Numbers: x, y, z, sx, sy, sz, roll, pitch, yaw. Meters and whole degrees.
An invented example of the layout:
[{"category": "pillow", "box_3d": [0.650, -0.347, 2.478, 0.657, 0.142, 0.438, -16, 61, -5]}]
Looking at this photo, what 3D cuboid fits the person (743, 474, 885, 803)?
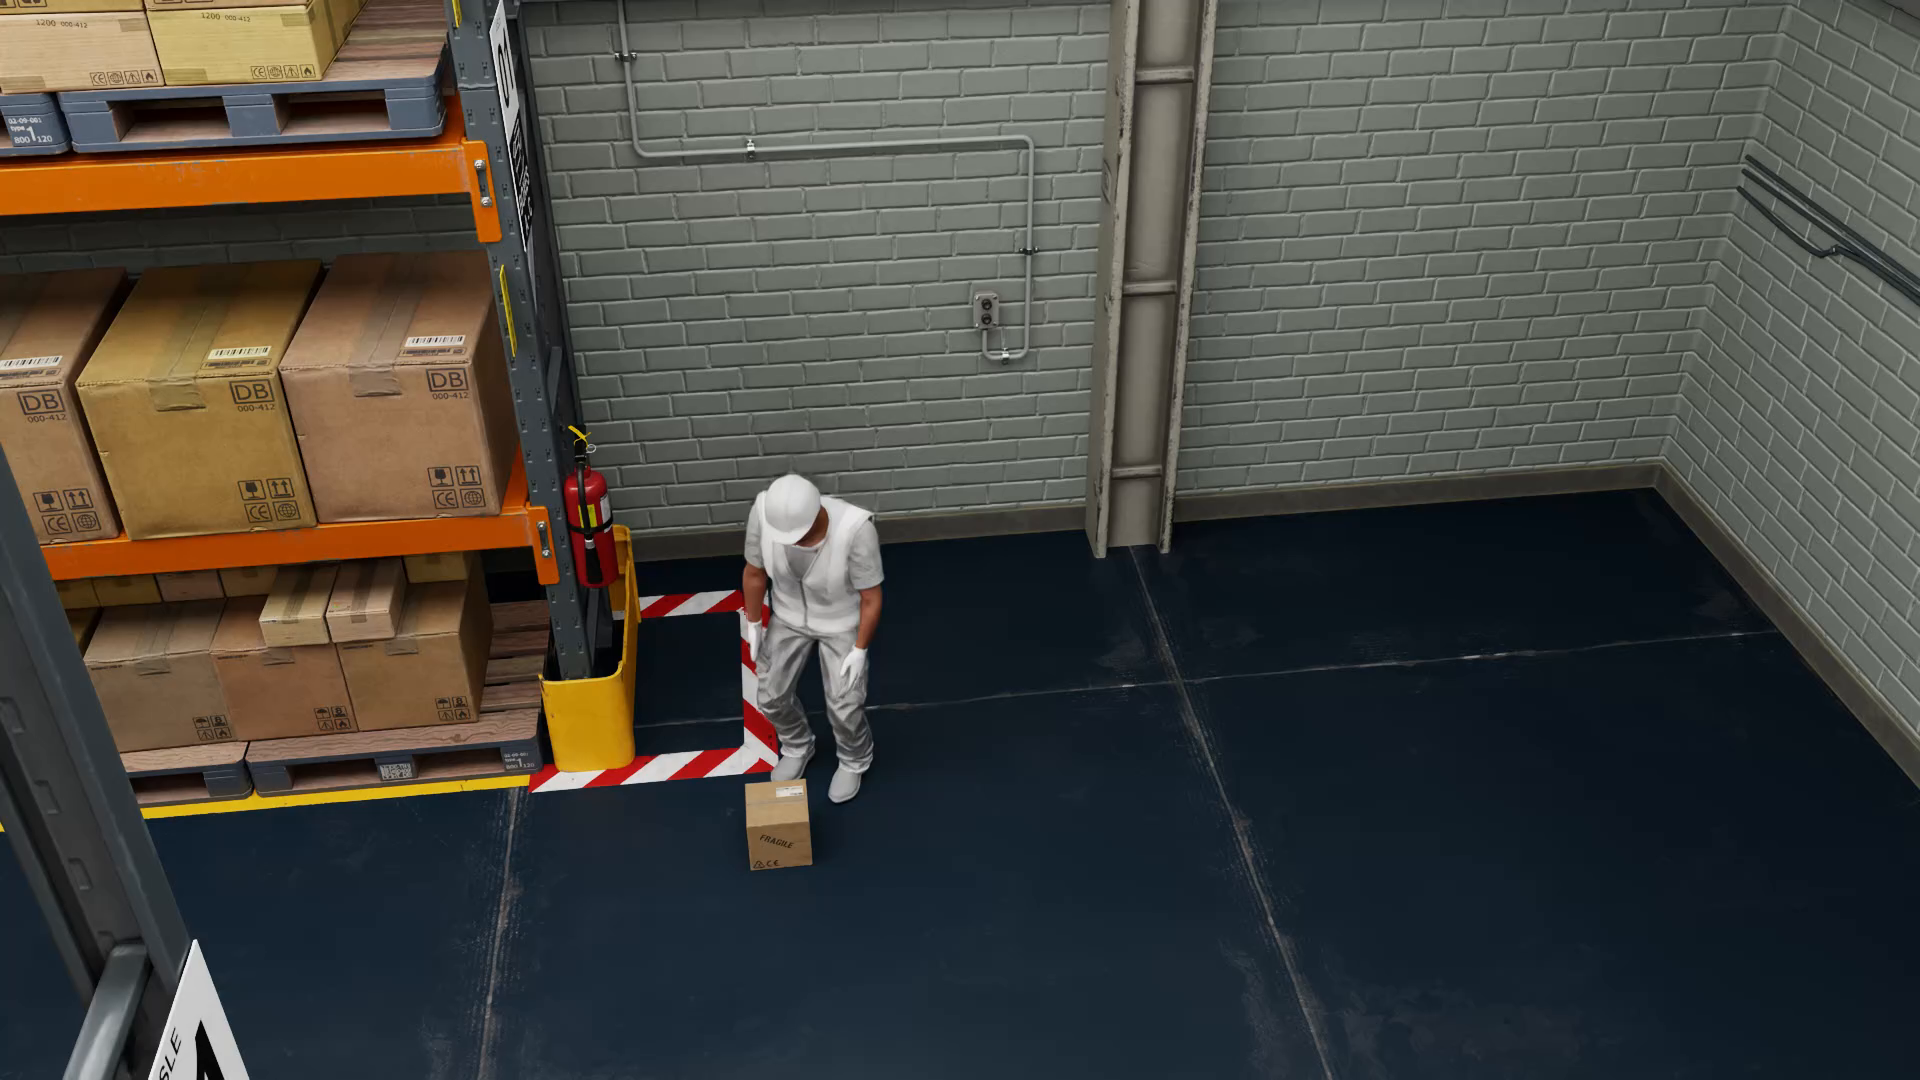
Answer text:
[{"category": "person", "box_3d": [-0.575, 0.361, 6.726, 0.589, 1.644, 0.584, 12, 36, 17]}]
